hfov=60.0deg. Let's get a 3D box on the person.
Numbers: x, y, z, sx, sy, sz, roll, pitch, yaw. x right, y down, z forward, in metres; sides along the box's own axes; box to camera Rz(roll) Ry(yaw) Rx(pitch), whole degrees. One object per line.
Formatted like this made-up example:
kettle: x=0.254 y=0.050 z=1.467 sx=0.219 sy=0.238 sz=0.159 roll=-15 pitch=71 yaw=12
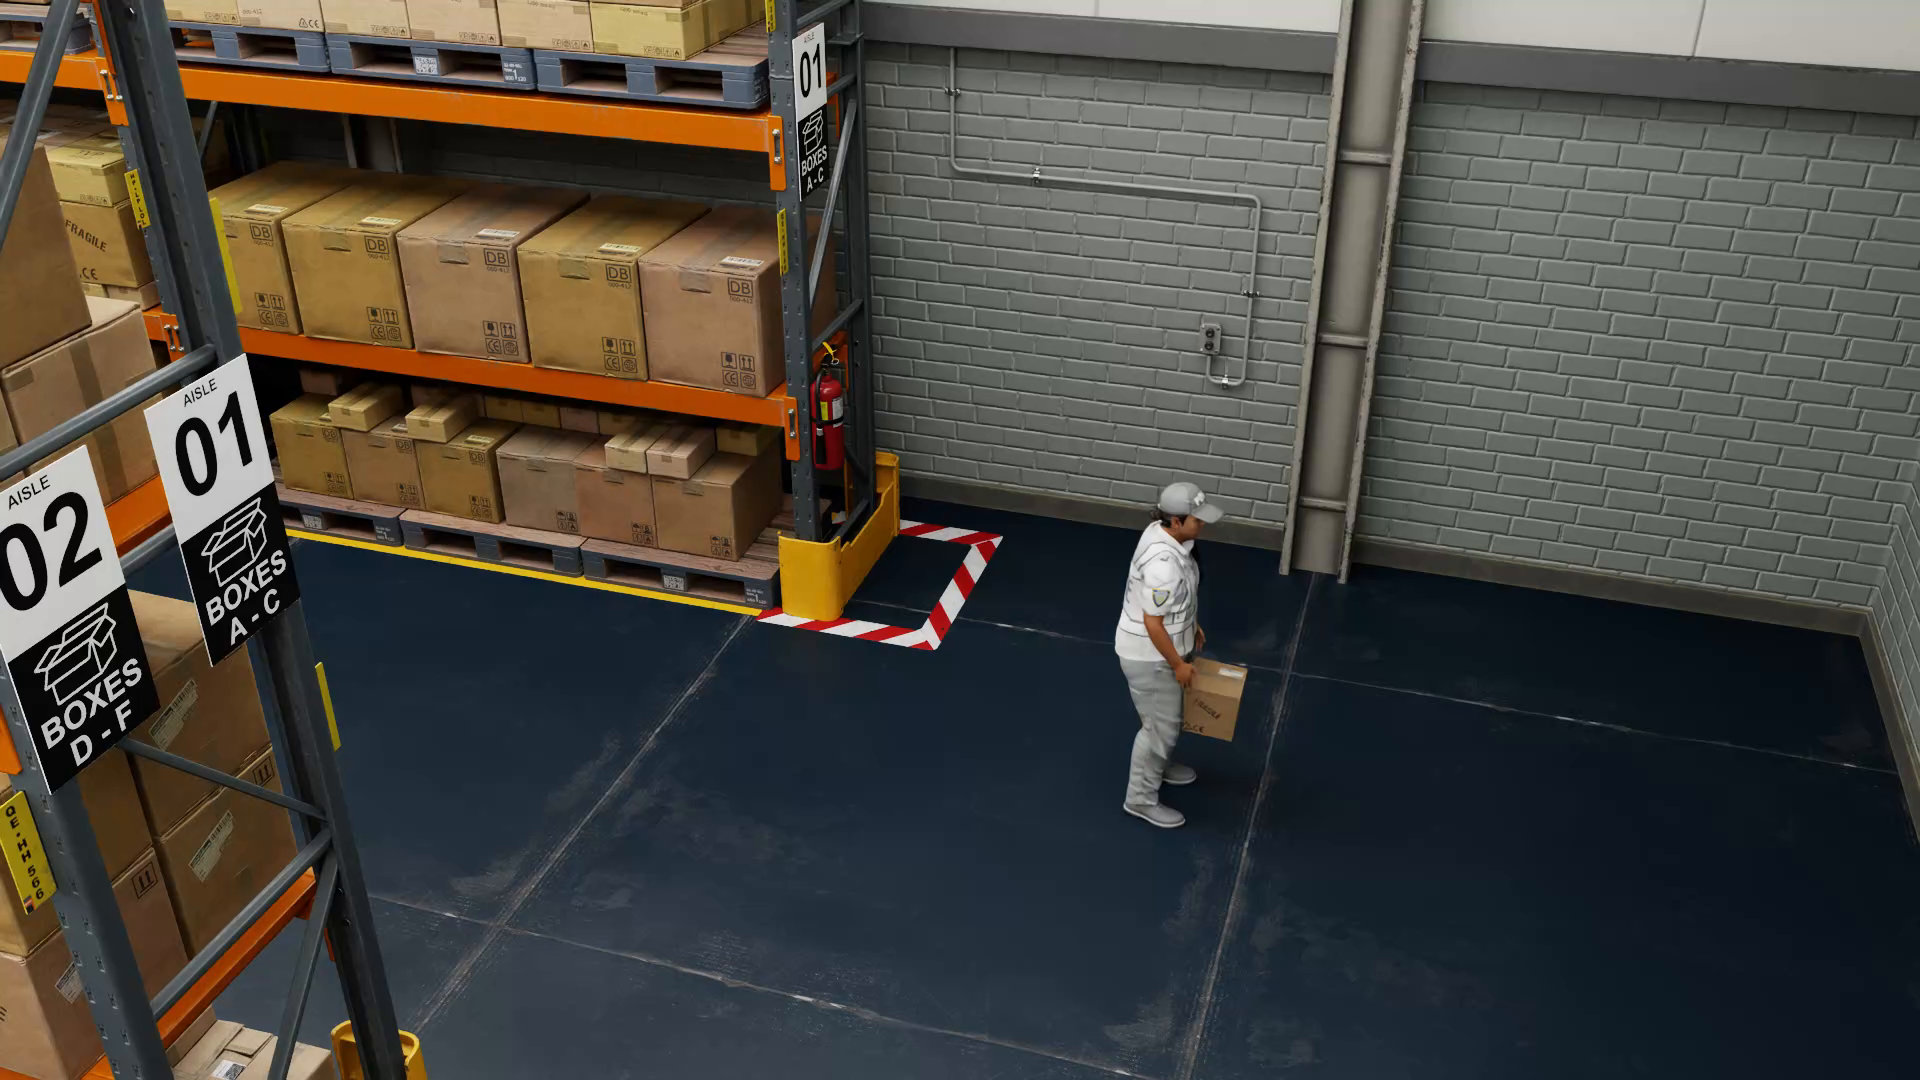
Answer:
person: x=0.933 y=0.491 z=7.616 sx=0.429 sy=1.671 sz=0.521 roll=8 pitch=30 yaw=14
